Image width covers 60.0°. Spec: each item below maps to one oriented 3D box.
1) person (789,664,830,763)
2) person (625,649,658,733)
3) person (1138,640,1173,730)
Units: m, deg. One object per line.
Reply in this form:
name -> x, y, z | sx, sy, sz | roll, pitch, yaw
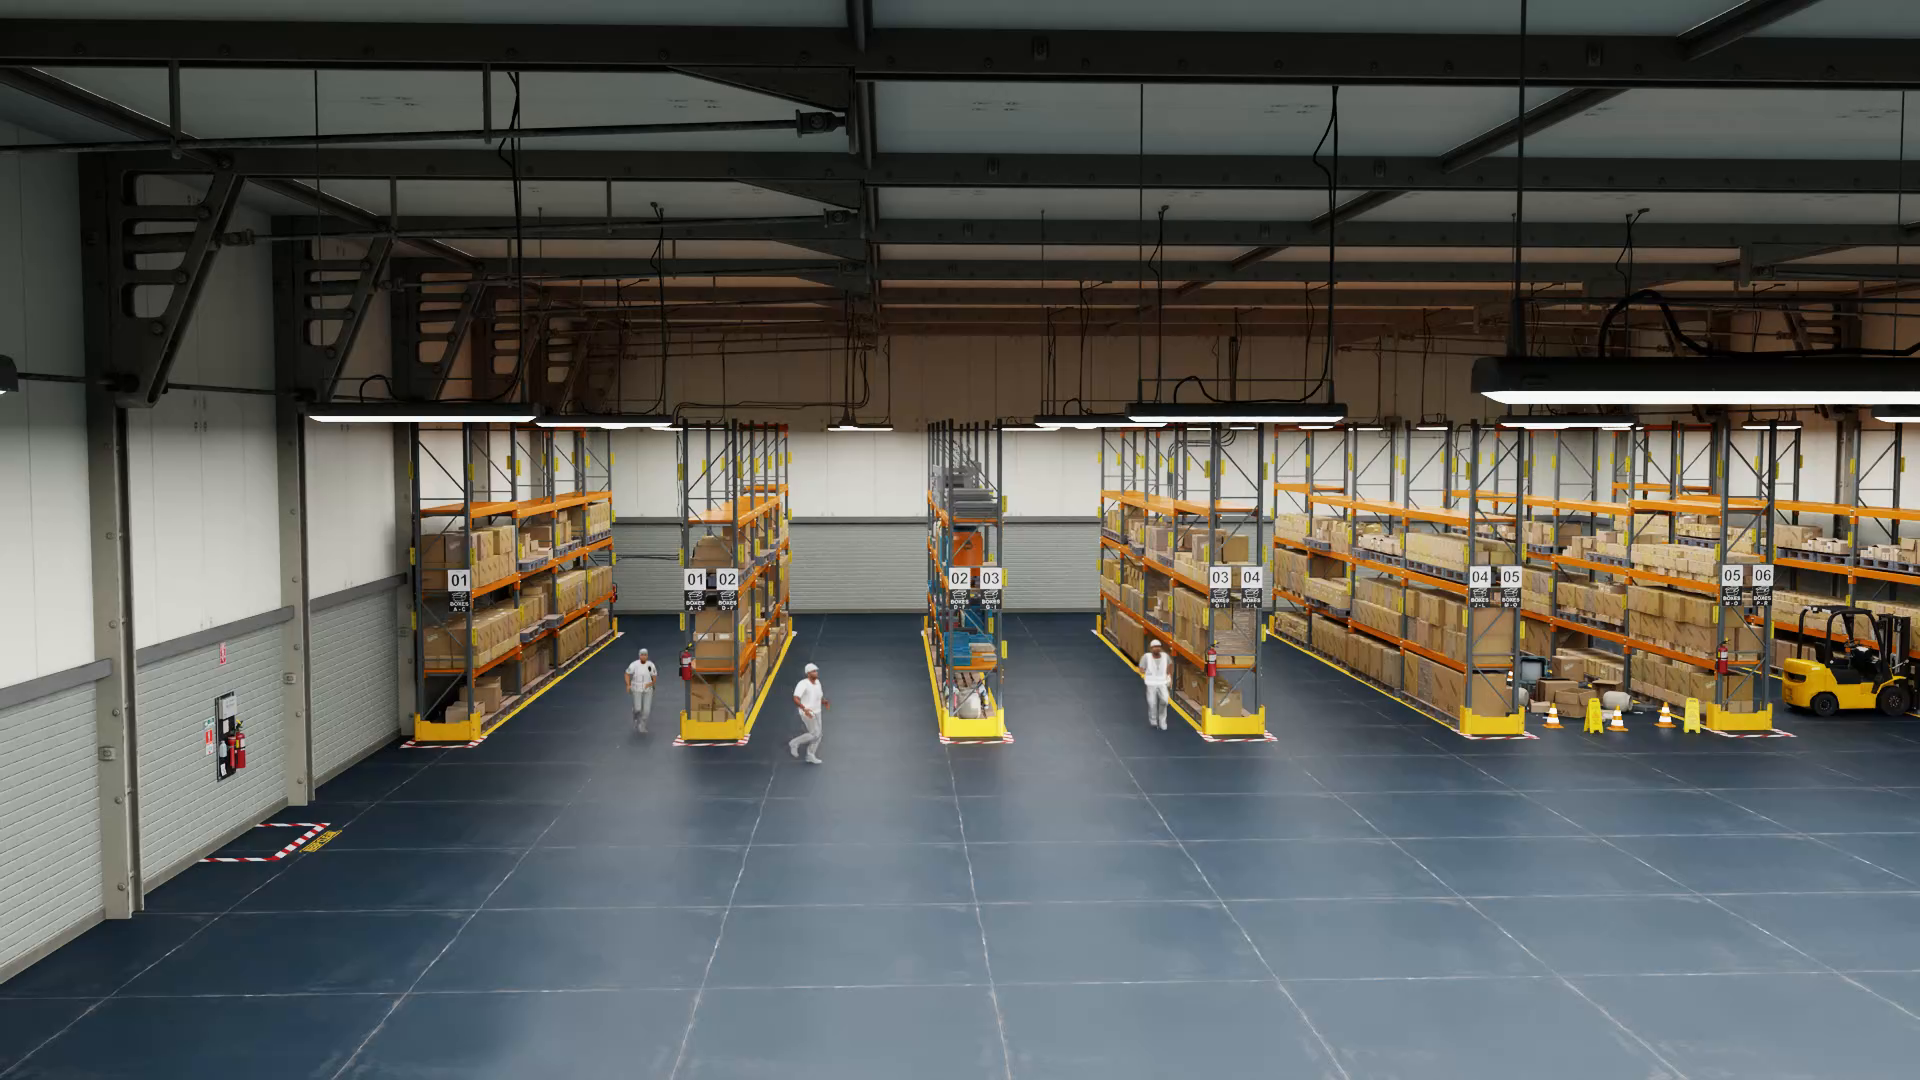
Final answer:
person -> -2.618, 3.010, 28.969 | 0.632, 1.735, 0.691 | 2, 4, 26
person -> -6.080, 2.883, 31.801 | 0.600, 1.607, 0.529 | -1, 4, -21
person -> 3.783, 2.784, 32.053 | 0.688, 1.747, 0.740 | 0, 4, 0
